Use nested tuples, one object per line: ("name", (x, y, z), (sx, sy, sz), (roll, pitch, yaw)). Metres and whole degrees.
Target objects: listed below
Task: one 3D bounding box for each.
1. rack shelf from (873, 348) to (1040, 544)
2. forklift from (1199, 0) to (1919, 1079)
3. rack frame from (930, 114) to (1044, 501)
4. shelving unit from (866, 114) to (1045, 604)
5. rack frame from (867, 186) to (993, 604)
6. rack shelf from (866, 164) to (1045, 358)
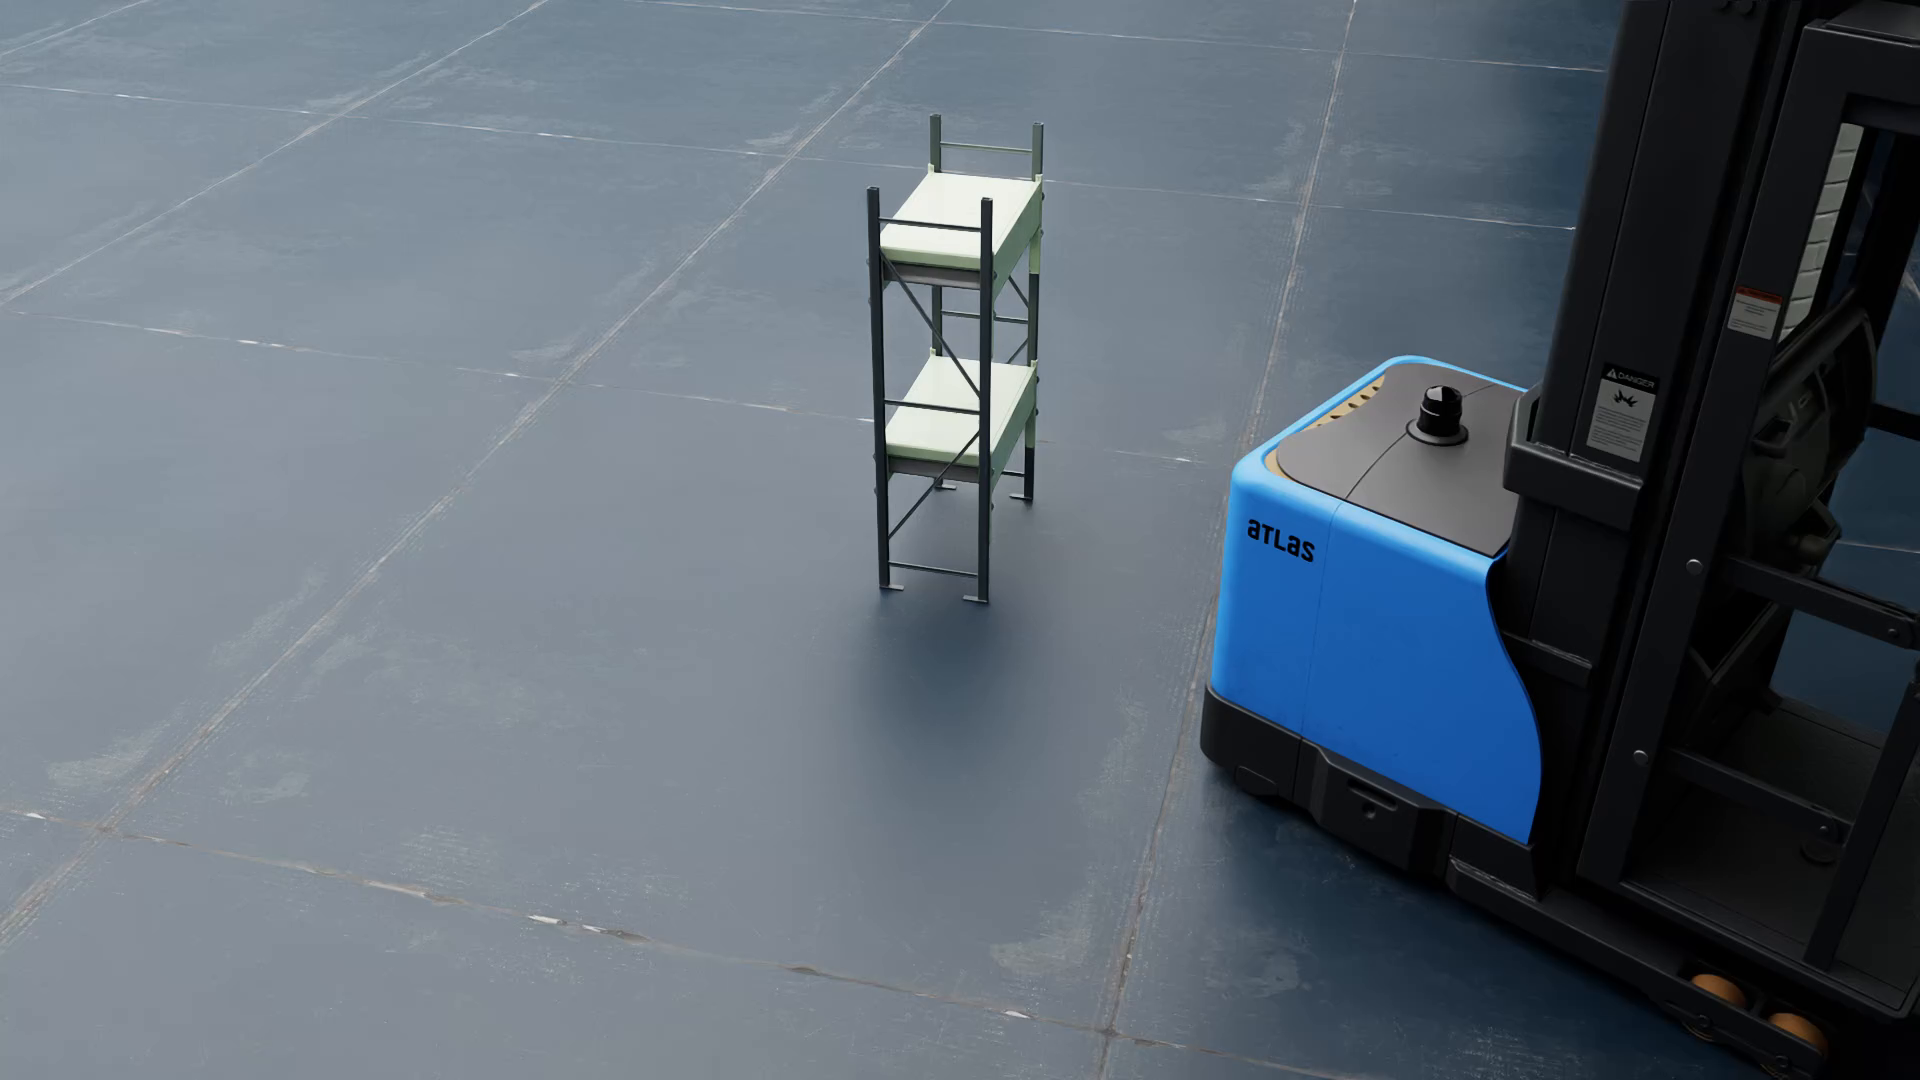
("rack shelf", (-0.002, -0.354, 6.017), (0.431, 0.370, 0.720), (8, 33, 12))
("forklift", (2.178, -0.212, 3.852), (3.031, 2.935, 1.130), (25, 40, 34))
("rack frame", (0.091, -0.819, 6.141), (0.400, 1.500, 0.023), (8, 33, 12))
("shelving unit", (-0.002, -0.629, 5.842), (0.431, 1.500, 0.755), (8, 33, 12))
("rack frame", (-0.095, -0.440, 5.543), (0.400, 1.500, 0.023), (8, 33, 12))
("rack shelf", (-0.002, -0.959, 5.633), (0.431, 0.370, 0.720), (8, 33, 12))
